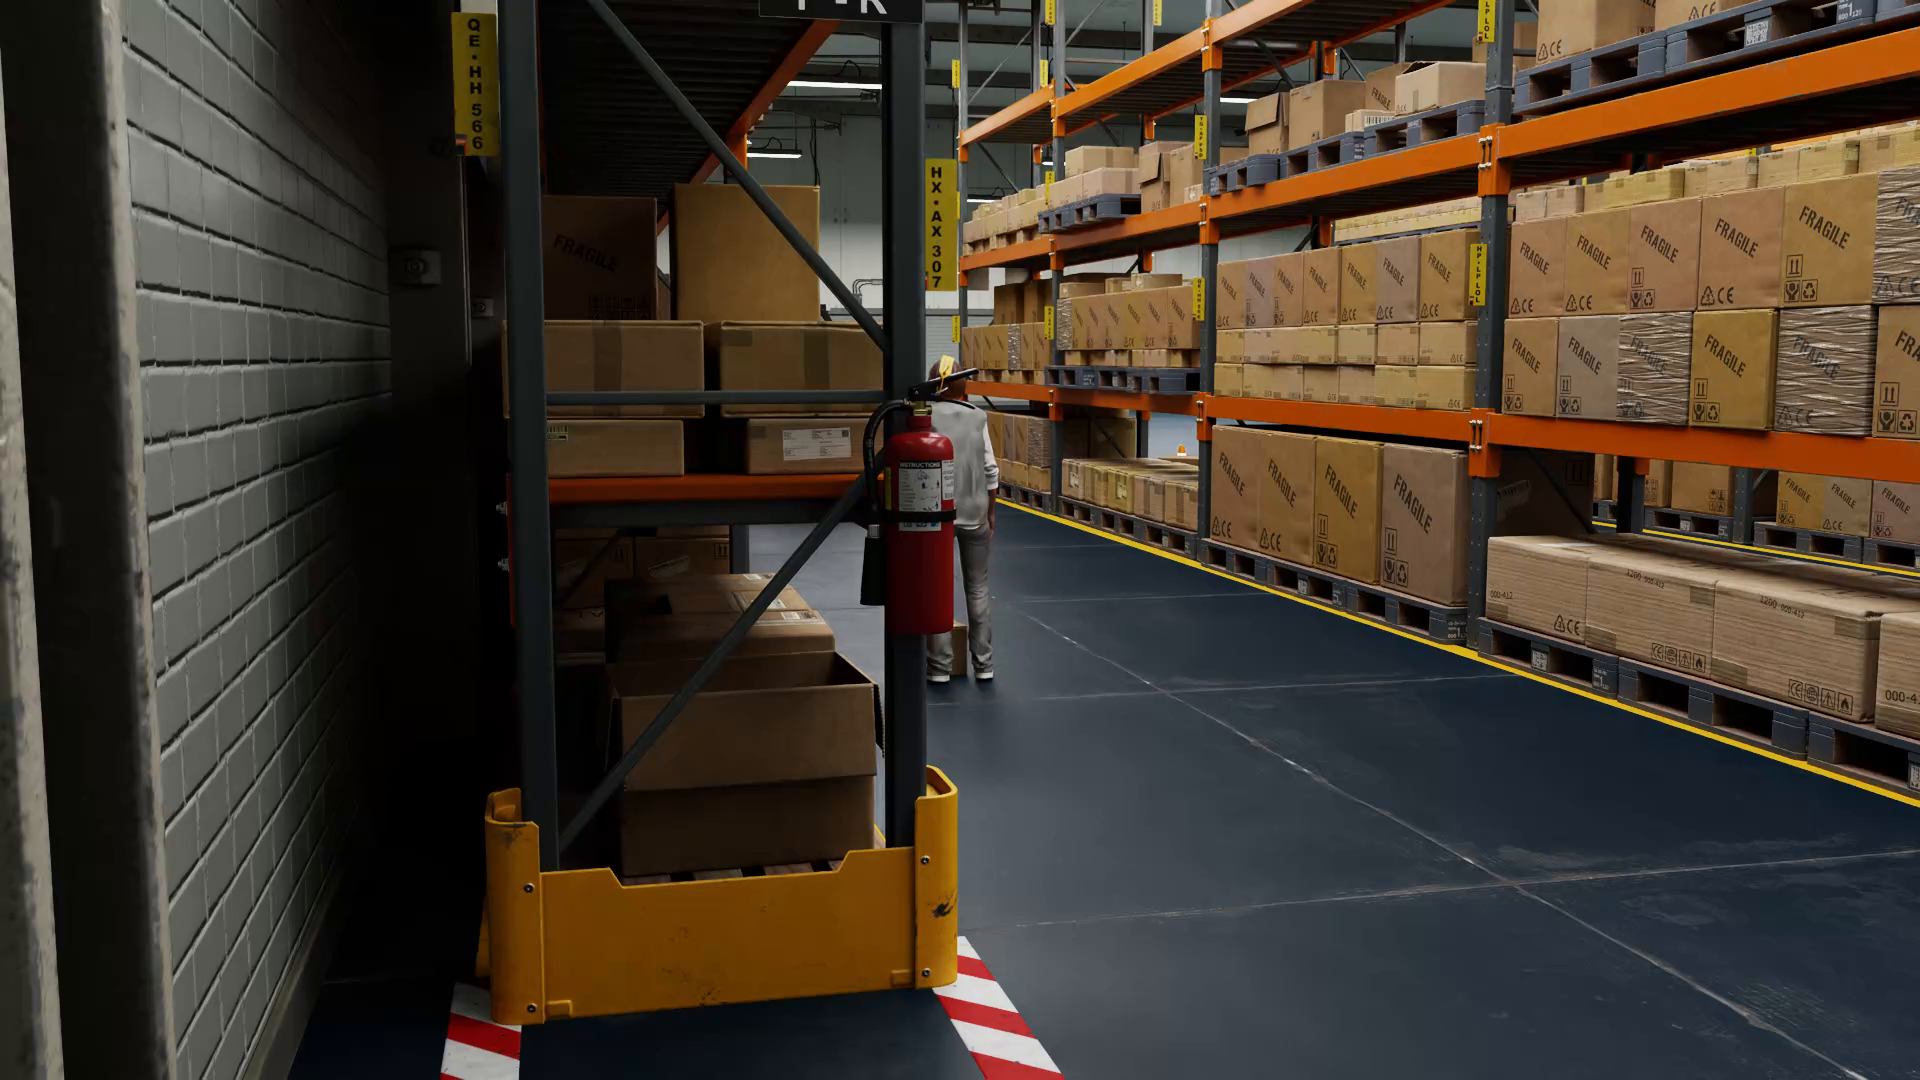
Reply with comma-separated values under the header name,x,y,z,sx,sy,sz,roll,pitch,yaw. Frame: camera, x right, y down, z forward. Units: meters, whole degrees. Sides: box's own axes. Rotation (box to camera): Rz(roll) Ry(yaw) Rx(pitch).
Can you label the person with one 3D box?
name,x,y,z,sx,sy,sz,roll,pitch,yaw
person,-0.034,-0.092,8.214,0.467,1.592,0.349,-2,7,-17
